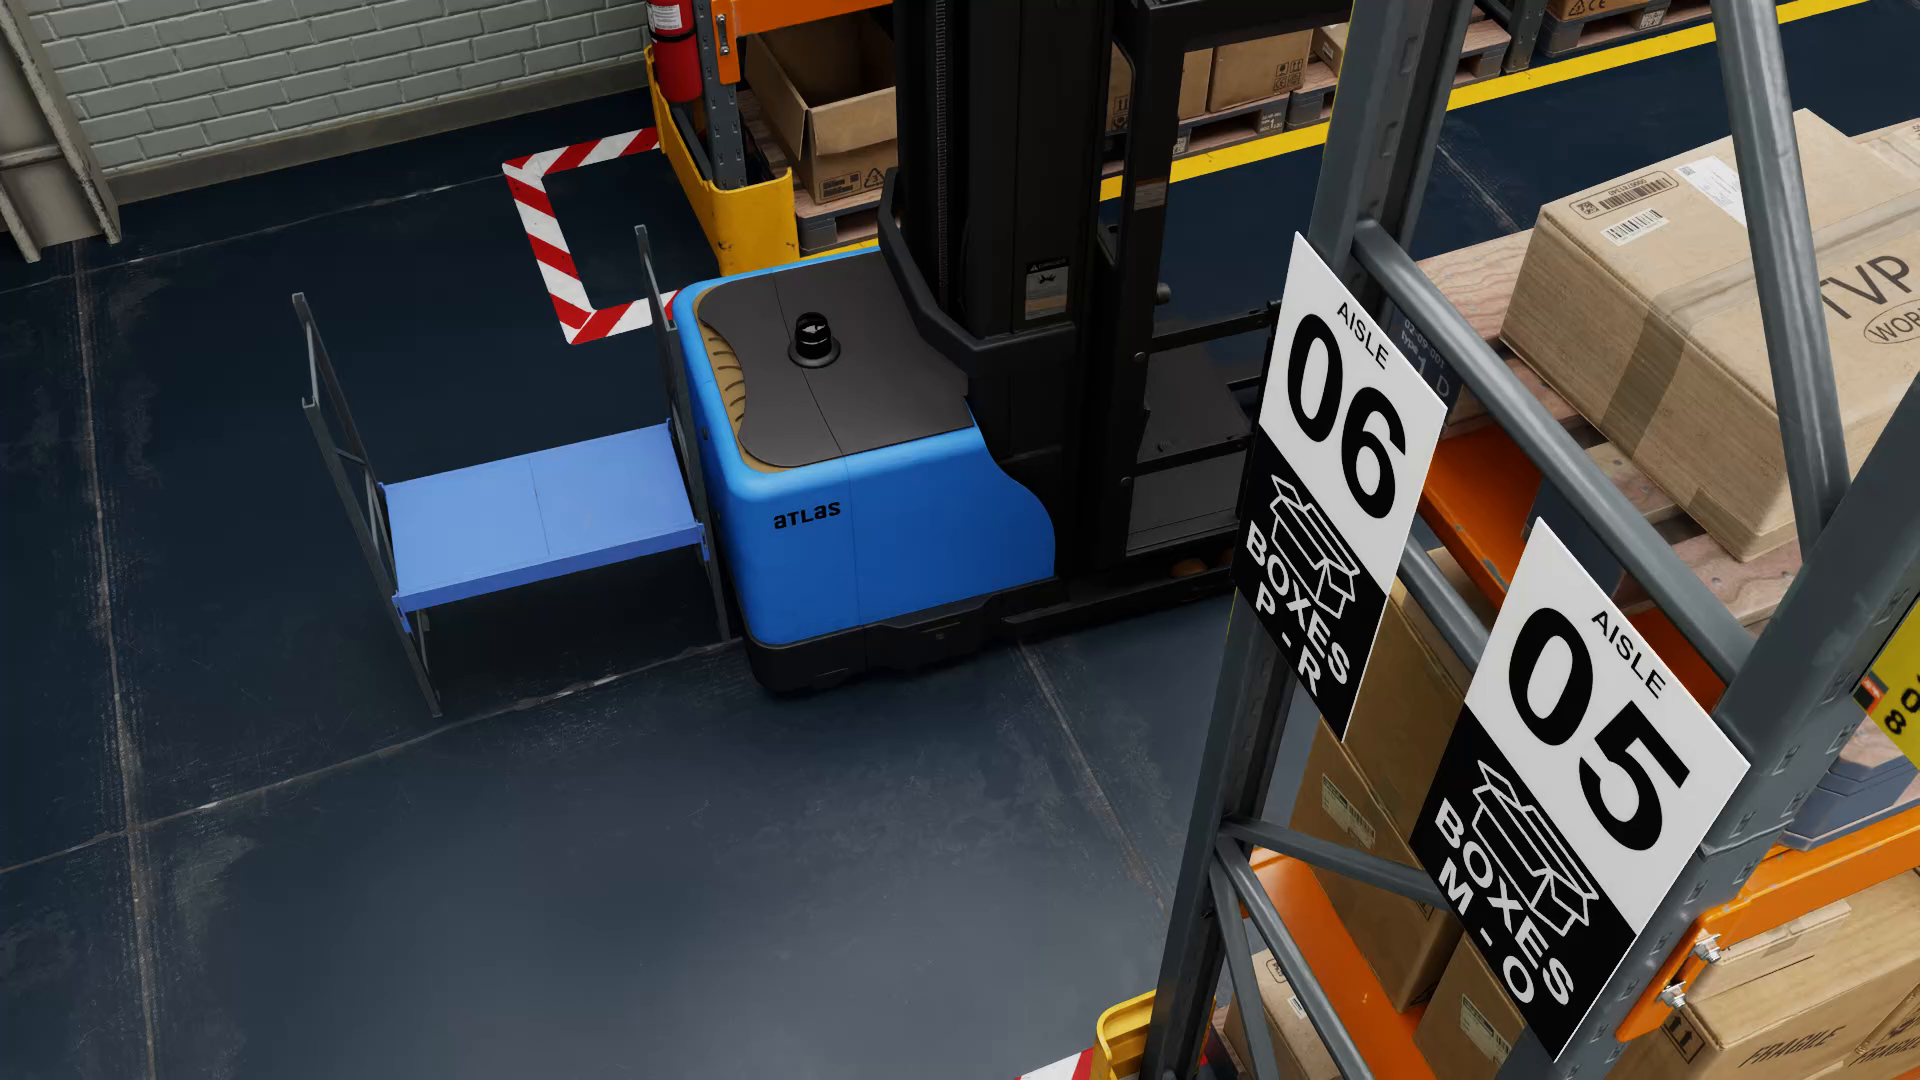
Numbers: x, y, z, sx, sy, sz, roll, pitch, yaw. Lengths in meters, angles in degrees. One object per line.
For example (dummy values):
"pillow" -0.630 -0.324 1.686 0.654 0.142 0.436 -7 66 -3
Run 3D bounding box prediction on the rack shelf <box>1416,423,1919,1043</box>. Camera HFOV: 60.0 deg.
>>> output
"rack shelf" 2.601 -0.327 3.051 4.000 0.370 1.077 -17 52 -14

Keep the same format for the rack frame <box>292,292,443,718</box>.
"rack frame" -1.874 -0.059 5.312 0.032 1.500 0.500 -14 51 -12

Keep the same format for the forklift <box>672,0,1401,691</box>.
"forklift" 0.596 -1.101 5.264 3.031 2.935 1.130 -14 51 -12

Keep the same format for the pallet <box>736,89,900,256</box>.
"pallet" -0.322 -1.838 7.690 1.213 0.211 1.003 -17 52 -14

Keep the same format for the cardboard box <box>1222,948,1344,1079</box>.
"cardboard box" 1.323 1.428 4.459 0.875 0.438 0.875 -19 52 -15

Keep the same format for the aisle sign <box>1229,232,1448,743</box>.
"aisle sign" 0.566 -0.055 2.606 0.004 0.787 0.394 -17 52 -14

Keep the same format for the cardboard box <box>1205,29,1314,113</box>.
"cardboard box" 1.239 -2.443 7.741 0.500 0.500 0.700 -19 52 -16

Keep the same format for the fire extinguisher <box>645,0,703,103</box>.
"fire extinguisher" -1.092 -1.982 6.272 0.183 0.674 0.296 -17 52 -14

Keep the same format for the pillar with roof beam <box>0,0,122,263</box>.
"pillar with roof beam" -2.340 -1.286 1.423 0.400 9.000 9.100 -17 52 -14

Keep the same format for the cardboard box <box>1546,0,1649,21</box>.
"cardboard box" 3.105 -2.946 8.174 0.500 0.500 0.500 -15 51 -13

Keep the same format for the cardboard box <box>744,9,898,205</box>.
"cardboard box" -0.528 -1.928 7.297 0.637 0.503 0.797 -19 52 -16

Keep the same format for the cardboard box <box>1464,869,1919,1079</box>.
"cardboard box" 1.302 0.693 2.952 0.500 0.500 0.500 -18 52 -15

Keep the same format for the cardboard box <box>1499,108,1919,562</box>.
"cardboard box" 1.132 -0.301 2.310 0.500 0.250 0.500 -22 53 -18

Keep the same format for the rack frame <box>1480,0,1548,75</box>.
"rack frame" 2.572 -3.643 7.402 0.127 3.000 1.000 -17 52 -14

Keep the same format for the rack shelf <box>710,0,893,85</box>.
"rack shelf" 0.721 -2.835 7.182 4.000 0.370 1.077 -17 52 -14

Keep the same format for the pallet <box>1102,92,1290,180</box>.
"pallet" 0.805 -2.185 7.988 1.213 0.211 1.003 -17 52 -14

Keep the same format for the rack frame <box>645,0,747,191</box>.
"rack frame" -1.131 -2.496 6.416 0.127 3.000 1.000 -17 52 -14

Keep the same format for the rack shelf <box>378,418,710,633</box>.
"rack shelf" -1.390 -0.060 5.550 1.000 0.185 0.538 -14 51 -12

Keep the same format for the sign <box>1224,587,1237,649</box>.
"sign" 0.557 0.150 3.225 0.005 0.325 0.100 -17 52 -14

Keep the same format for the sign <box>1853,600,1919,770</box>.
"sign" 0.954 0.093 1.587 0.005 0.325 0.100 -17 52 -14

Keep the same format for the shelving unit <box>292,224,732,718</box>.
"shelving unit" -1.390 -0.178 5.414 1.048 1.500 0.538 -14 51 -12

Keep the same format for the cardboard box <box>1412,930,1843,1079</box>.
"cardboard box" 1.303 1.021 3.330 0.500 0.500 0.500 -18 52 -15

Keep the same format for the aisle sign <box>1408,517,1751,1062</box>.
"aisle sign" 0.793 0.367 2.244 0.004 0.787 0.394 -17 52 -14

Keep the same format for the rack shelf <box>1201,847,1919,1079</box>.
"rack shelf" 2.601 0.650 4.189 4.000 0.370 1.077 -17 52 -14

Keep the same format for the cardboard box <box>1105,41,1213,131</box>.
"cardboard box" 0.805 -2.226 7.556 0.500 0.500 0.500 -16 51 -14

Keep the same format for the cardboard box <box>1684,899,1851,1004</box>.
"cardboard box" 1.183 0.512 2.680 0.250 0.149 0.380 -16 51 -13

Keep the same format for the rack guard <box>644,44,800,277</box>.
"rack guard" -1.060 -1.703 7.383 0.348 0.500 1.175 -17 52 -14

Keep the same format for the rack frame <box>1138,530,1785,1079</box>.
"rack frame" 0.750 0.989 3.423 0.127 3.000 1.000 -17 52 -14

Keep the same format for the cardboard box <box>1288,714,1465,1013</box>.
"cardboard box" 1.096 0.632 3.664 0.500 0.500 0.500 -17 51 -14

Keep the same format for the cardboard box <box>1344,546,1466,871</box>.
"cardboard box" 1.106 0.325 3.268 0.500 0.500 0.500 -16 51 -13

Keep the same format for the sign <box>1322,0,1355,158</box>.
"sign" 0.557 -0.636 2.310 0.005 0.325 0.100 -17 52 -14

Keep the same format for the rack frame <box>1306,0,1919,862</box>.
"rack frame" 0.750 -0.965 1.147 0.127 3.000 1.000 -17 52 -14

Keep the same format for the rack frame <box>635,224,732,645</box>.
"rack frame" -0.907 -0.297 5.516 0.032 1.500 0.500 -14 51 -12

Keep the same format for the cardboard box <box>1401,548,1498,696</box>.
"cardboard box" 1.006 0.176 2.969 0.250 0.149 0.380 -17 51 -14

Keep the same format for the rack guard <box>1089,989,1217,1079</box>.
"rack guard" 0.727 1.810 4.366 0.348 0.500 1.175 -17 52 -14

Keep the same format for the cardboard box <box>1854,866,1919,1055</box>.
"cardboard box" 1.777 0.540 3.084 0.500 0.500 0.500 -18 52 -15

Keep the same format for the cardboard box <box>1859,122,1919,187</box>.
"cardboard box" 1.490 -0.444 2.500 0.250 0.149 0.380 -21 52 -17

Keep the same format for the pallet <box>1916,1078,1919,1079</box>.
"pallet" 2.588 1.266 5.023 1.213 0.211 1.003 -17 52 -14

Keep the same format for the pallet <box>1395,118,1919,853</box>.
"pallet" 1.433 -0.179 2.508 1.213 0.211 1.003 -17 52 -14

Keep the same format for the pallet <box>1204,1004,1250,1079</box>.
"pallet" 1.460 1.613 4.725 1.213 0.211 1.003 -17 52 -14

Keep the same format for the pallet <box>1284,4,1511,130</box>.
"pallet" 1.936 -2.538 8.291 1.213 0.211 1.003 -17 52 -14

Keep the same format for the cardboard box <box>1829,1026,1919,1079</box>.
"cardboard box" 1.760 0.856 3.472 0.500 0.500 0.500 -18 52 -15

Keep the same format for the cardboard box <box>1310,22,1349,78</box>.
"cardboard box" 1.837 -2.421 7.877 0.258 0.266 0.396 -16 51 -13

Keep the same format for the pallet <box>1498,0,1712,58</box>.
"pallet" 3.311 -2.995 8.683 1.213 0.211 1.003 -17 52 -14
